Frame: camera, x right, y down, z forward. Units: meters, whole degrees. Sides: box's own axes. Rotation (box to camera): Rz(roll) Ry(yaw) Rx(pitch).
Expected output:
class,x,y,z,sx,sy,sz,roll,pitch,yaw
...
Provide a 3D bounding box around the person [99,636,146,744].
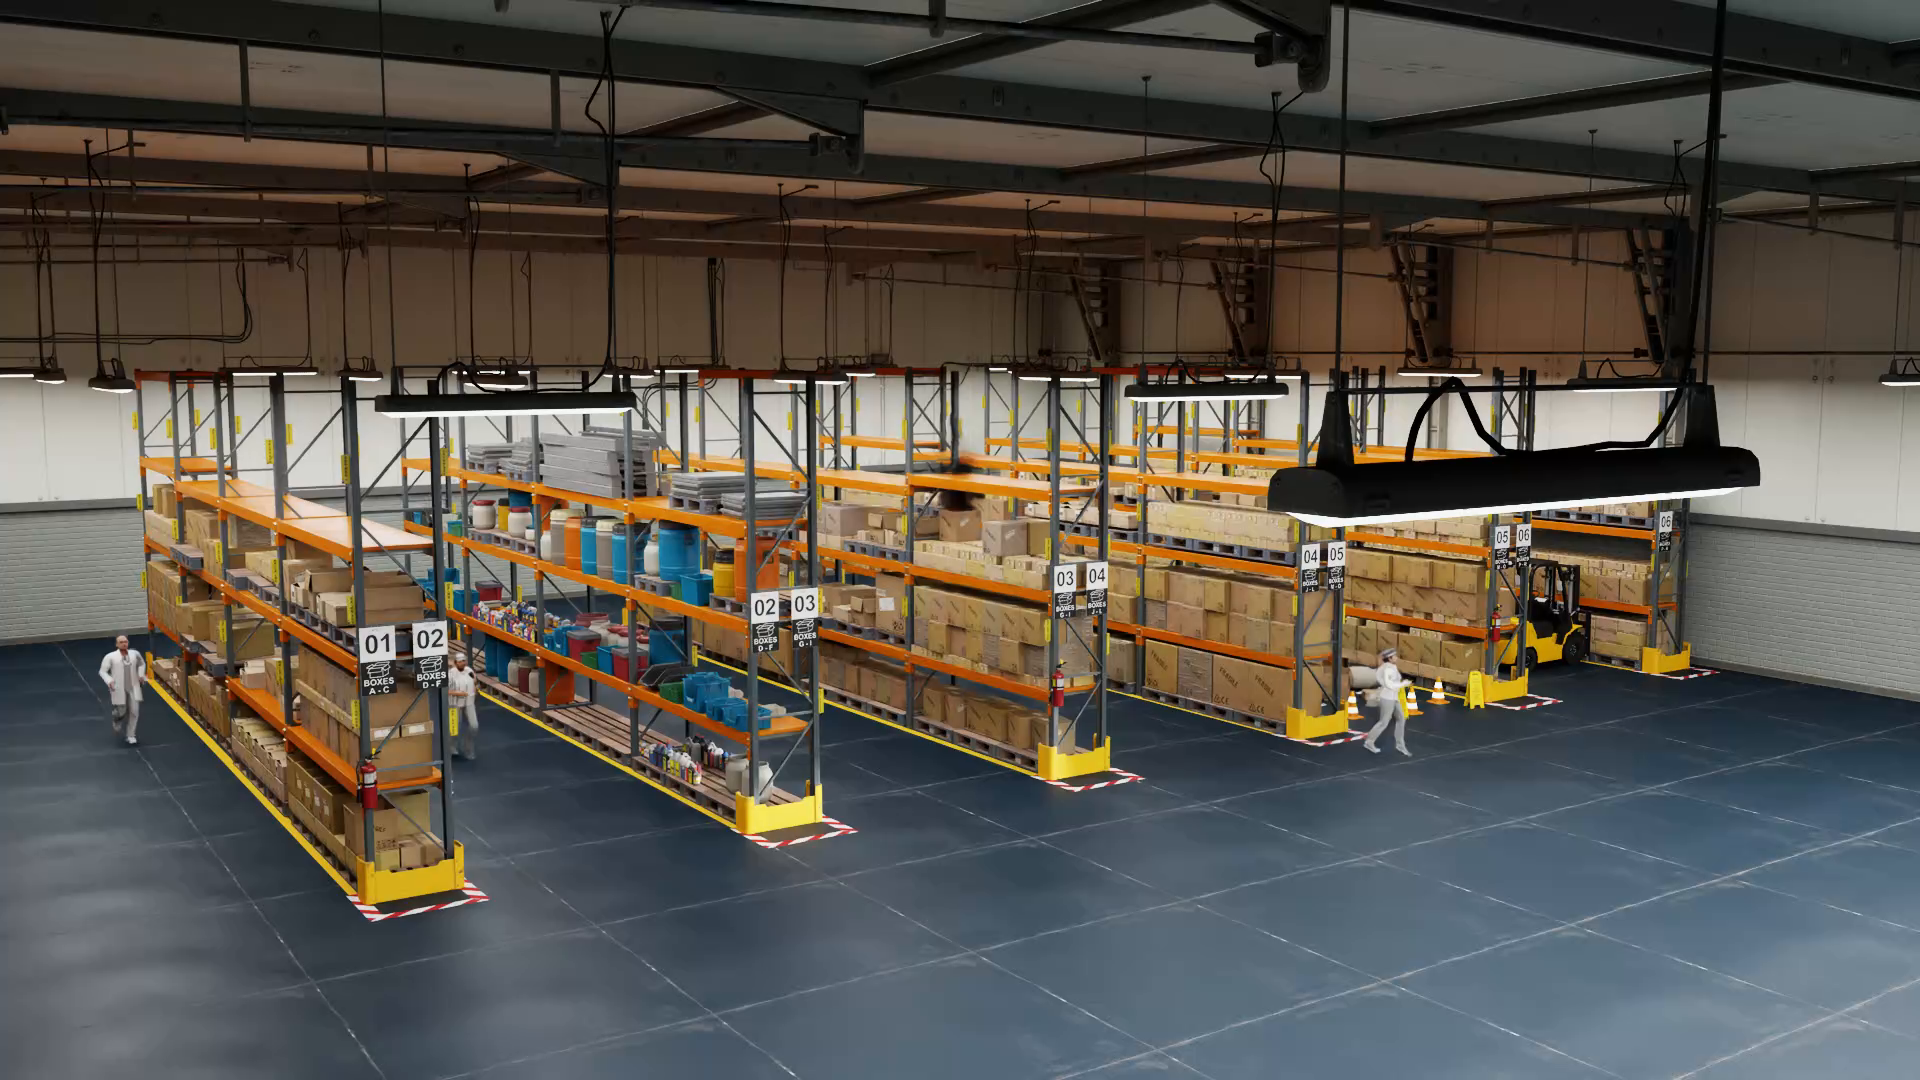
class,x,y,z,sx,sy,sz,roll,pitch,yaw
person,-13.598,2.416,27.088,0.723,1.739,0.799,-6,9,-42

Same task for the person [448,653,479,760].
class,x,y,z,sx,sy,sz,roll,pitch,yaw
person,-7.761,2.604,25.919,0.613,1.723,0.711,-5,8,-38

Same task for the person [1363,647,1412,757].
class,x,y,z,sx,sy,sz,roll,pitch,yaw
person,6.729,2.541,26.102,0.734,1.756,0.611,2,7,21
